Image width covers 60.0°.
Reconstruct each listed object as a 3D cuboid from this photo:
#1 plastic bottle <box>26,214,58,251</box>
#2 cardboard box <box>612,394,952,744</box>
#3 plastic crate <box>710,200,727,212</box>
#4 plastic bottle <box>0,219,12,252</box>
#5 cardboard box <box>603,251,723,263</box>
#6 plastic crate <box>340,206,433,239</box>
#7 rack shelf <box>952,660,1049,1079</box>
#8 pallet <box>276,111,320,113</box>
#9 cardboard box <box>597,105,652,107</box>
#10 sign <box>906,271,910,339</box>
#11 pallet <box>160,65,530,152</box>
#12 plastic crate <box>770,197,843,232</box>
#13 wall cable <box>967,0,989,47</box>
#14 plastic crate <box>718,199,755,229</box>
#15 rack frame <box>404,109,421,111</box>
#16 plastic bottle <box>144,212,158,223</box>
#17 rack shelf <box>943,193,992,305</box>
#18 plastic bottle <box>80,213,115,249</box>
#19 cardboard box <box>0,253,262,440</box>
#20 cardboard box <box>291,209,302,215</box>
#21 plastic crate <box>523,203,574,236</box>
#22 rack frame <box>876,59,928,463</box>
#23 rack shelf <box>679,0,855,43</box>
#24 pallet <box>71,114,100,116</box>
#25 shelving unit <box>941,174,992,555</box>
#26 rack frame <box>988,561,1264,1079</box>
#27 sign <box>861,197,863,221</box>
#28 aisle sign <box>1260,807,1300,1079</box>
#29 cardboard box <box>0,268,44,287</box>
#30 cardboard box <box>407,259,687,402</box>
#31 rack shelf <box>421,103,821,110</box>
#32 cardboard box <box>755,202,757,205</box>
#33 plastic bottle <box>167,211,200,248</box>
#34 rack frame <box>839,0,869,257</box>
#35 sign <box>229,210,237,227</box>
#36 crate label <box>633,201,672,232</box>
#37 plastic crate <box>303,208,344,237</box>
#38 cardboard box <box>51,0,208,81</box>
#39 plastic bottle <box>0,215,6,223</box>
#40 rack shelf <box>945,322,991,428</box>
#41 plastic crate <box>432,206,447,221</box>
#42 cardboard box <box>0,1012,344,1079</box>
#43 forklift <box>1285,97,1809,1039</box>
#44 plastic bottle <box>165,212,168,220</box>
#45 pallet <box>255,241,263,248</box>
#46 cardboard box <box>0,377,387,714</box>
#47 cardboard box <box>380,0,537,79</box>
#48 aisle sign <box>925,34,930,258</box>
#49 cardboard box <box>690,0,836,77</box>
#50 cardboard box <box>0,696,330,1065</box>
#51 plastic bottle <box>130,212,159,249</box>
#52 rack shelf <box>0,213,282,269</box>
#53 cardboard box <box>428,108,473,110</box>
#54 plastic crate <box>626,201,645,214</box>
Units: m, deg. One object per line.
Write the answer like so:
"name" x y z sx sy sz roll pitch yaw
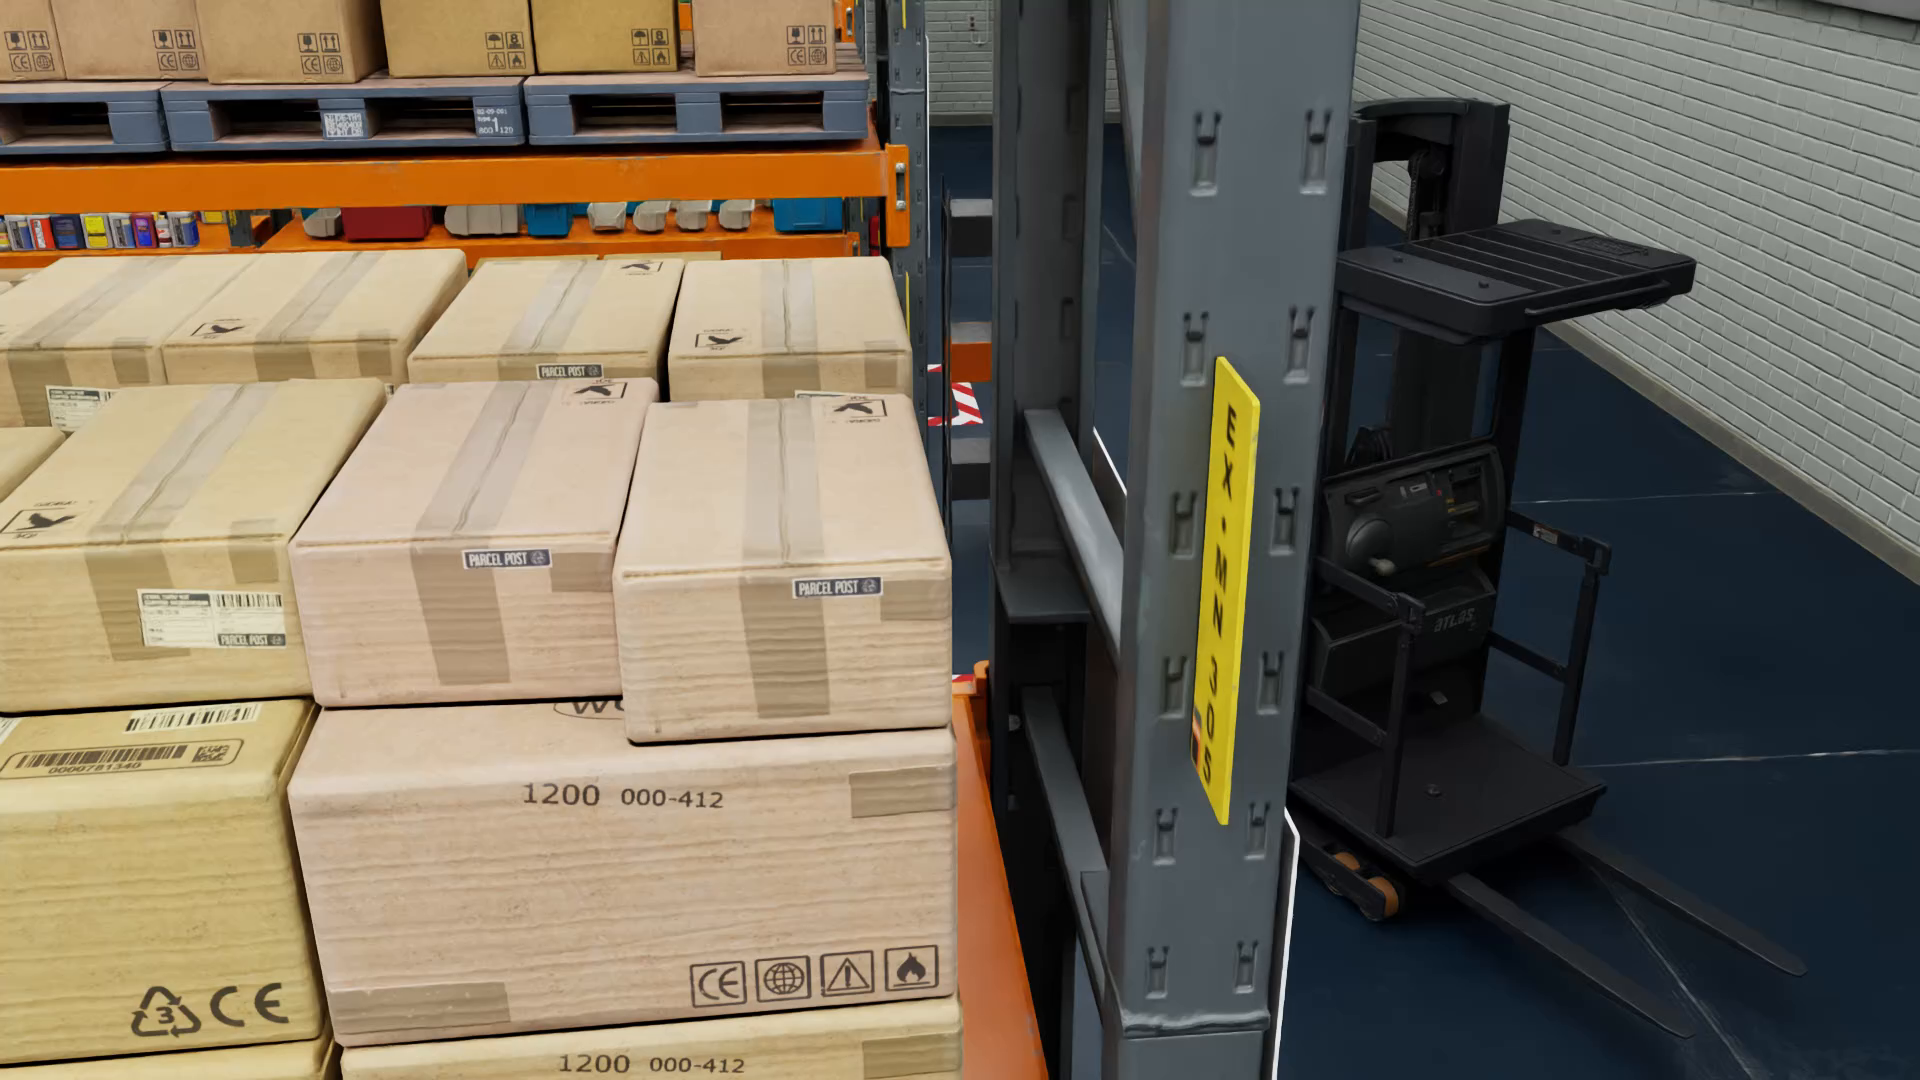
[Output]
"plastic bottle" -5.928 -2.023 10.762 0.135 0.276 0.152 -2 24 -5
"cardboard box" -0.150 0.009 1.421 0.250 0.149 0.380 -3 24 -6
"plastic crate" -1.655 -2.469 11.743 0.300 0.233 0.416 -2 24 -5
"plastic bottle" -6.175 -1.968 10.730 0.097 0.201 0.097 0 24 0
"cardboard box" -1.237 -0.899 6.975 0.500 0.500 0.500 -3 24 -6
"plastic crate" -3.789 -2.252 10.971 0.583 0.464 0.402 -2 24 -5
"rack shelf" -1.838 0.628 1.837 4.000 0.370 1.077 -2 24 -5
"pallet" -5.991 -4.188 15.715 1.213 0.211 1.003 -2 24 -5
"cardboard box" -3.138 -4.281 15.565 0.500 0.500 0.500 -3 24 -6
"sign" -0.195 -0.836 6.221 0.005 0.325 0.100 -2 24 -5
"pallet" -2.189 -1.665 6.220 1.213 0.211 1.003 -2 24 -5
"plastic crate" -1.037 -2.376 11.284 0.499 0.435 0.616 -2 24 -5
"wall cable" -0.514 -7.323 21.282 1.851 1.984 0.084 -2 24 -5
"plastic crate" -1.515 -2.222 11.307 0.243 0.136 0.396 -2 24 -5
"rack frame" -5.185 -4.263 15.649 0.127 3.000 1.000 -2 24 -5
"plastic bottle" -5.534 -2.242 11.345 0.097 0.201 0.097 0 24 0
"rack shelf" 0.165 -1.593 9.060 0.480 0.518 0.431 -2 24 -5
"plastic bottle" -5.585 -2.070 10.774 0.185 0.351 0.144 -2 24 -5
"cardboard box" -0.967 -0.208 1.911 0.250 0.149 0.380 -2 24 -4
"cardboard box" -6.141 -3.170 15.726 0.500 0.500 0.500 -2 24 -5
"plastic crate" -2.740 -2.186 11.108 0.300 0.233 0.416 -2 24 -5
"rack frame" -0.235 -0.419 6.999 0.127 3.000 1.000 -2 24 -5
"rack shelf" -2.712 -3.383 10.861 4.000 0.370 1.077 -2 24 -5
"pallet" -8.498 -4.072 15.453 1.003 0.211 1.213 -2 24 -5
"shelving unit" 0.165 -0.966 9.338 0.503 2.100 0.431 -2 24 -5
"rack frame" 0.152 1.590 2.480 0.127 3.000 1.000 -2 24 -5
"sign" -0.651 -2.274 10.972 0.005 0.325 0.100 -2 24 -5
"aisle sign" 0.254 0.520 1.686 0.004 0.787 0.394 -2 24 -5
"cardboard box" -3.784 -0.796 6.742 0.500 0.500 0.500 -2 24 -4
"cardboard box" -0.448 -0.199 1.890 0.250 0.149 0.380 -1 24 -3
"rack shelf" -3.195 -4.015 15.975 4.000 0.370 1.077 -2 24 -5
"cardboard box" -2.271 -3.441 16.642 0.500 0.250 0.500 -2 24 -5
"plastic bottle" -5.063 -2.058 10.840 0.135 0.276 0.152 -2 24 -5
"rack frame" -0.722 -2.421 11.503 0.127 3.000 1.000 -2 24 -5
"sign" -4.650 -2.165 10.588 0.005 0.325 0.100 -2 24 -5
"crate label" -2.080 -2.195 11.247 0.243 0.136 0.396 -2 24 -5
"plastic crate" -4.225 -2.129 11.097 0.243 0.136 0.396 -2 24 -5
"cardboard box" -2.907 -1.988 6.074 0.500 0.500 0.700 -1 24 -2
"plastic bottle" -6.568 -2.294 11.377 0.097 0.271 0.097 0 24 0
"rack shelf" 0.165 -0.954 9.344 0.480 0.518 0.431 -2 24 -5
"plastic crate" -3.615 -2.316 11.533 0.590 0.125 0.437 -2 24 -5
"cardboard box" -0.782 0.436 1.567 0.500 0.250 0.500 -2 24 -5
"forklift" 1.895 -0.083 6.328 1.130 2.935 3.031 -14 28 -29
"plastic bottle" -5.452 -2.339 11.478 0.097 0.271 0.097 0 24 0
"pallet" -7.208 -2.891 15.996 1.213 0.211 1.003 -2 24 -5
"cardboard box" -0.660 -0.010 1.465 0.250 0.149 0.380 -3 24 -7
"cardboard box" -1.829 -2.016 6.137 0.500 0.500 0.700 -4 24 -9
"aisle sign" -0.134 -1.488 6.205 0.004 0.787 0.394 -2 24 -5
"cardboard box" -0.747 -2.030 6.169 0.500 0.500 0.700 -4 24 -8
"cardboard box" -0.790 0.201 1.480 0.500 0.250 0.500 -3 24 -7
"plastic bottle" -5.288 -2.034 10.776 0.133 0.283 0.061 -2 24 -5
"rack shelf" -6.693 -1.853 11.111 4.000 0.370 1.077 -2 24 -5
"cardboard box" -4.651 -4.219 15.427 0.500 0.500 0.500 -2 24 -4
"plastic crate" -2.310 -2.442 11.684 0.300 0.233 0.416 -2 24 -5
